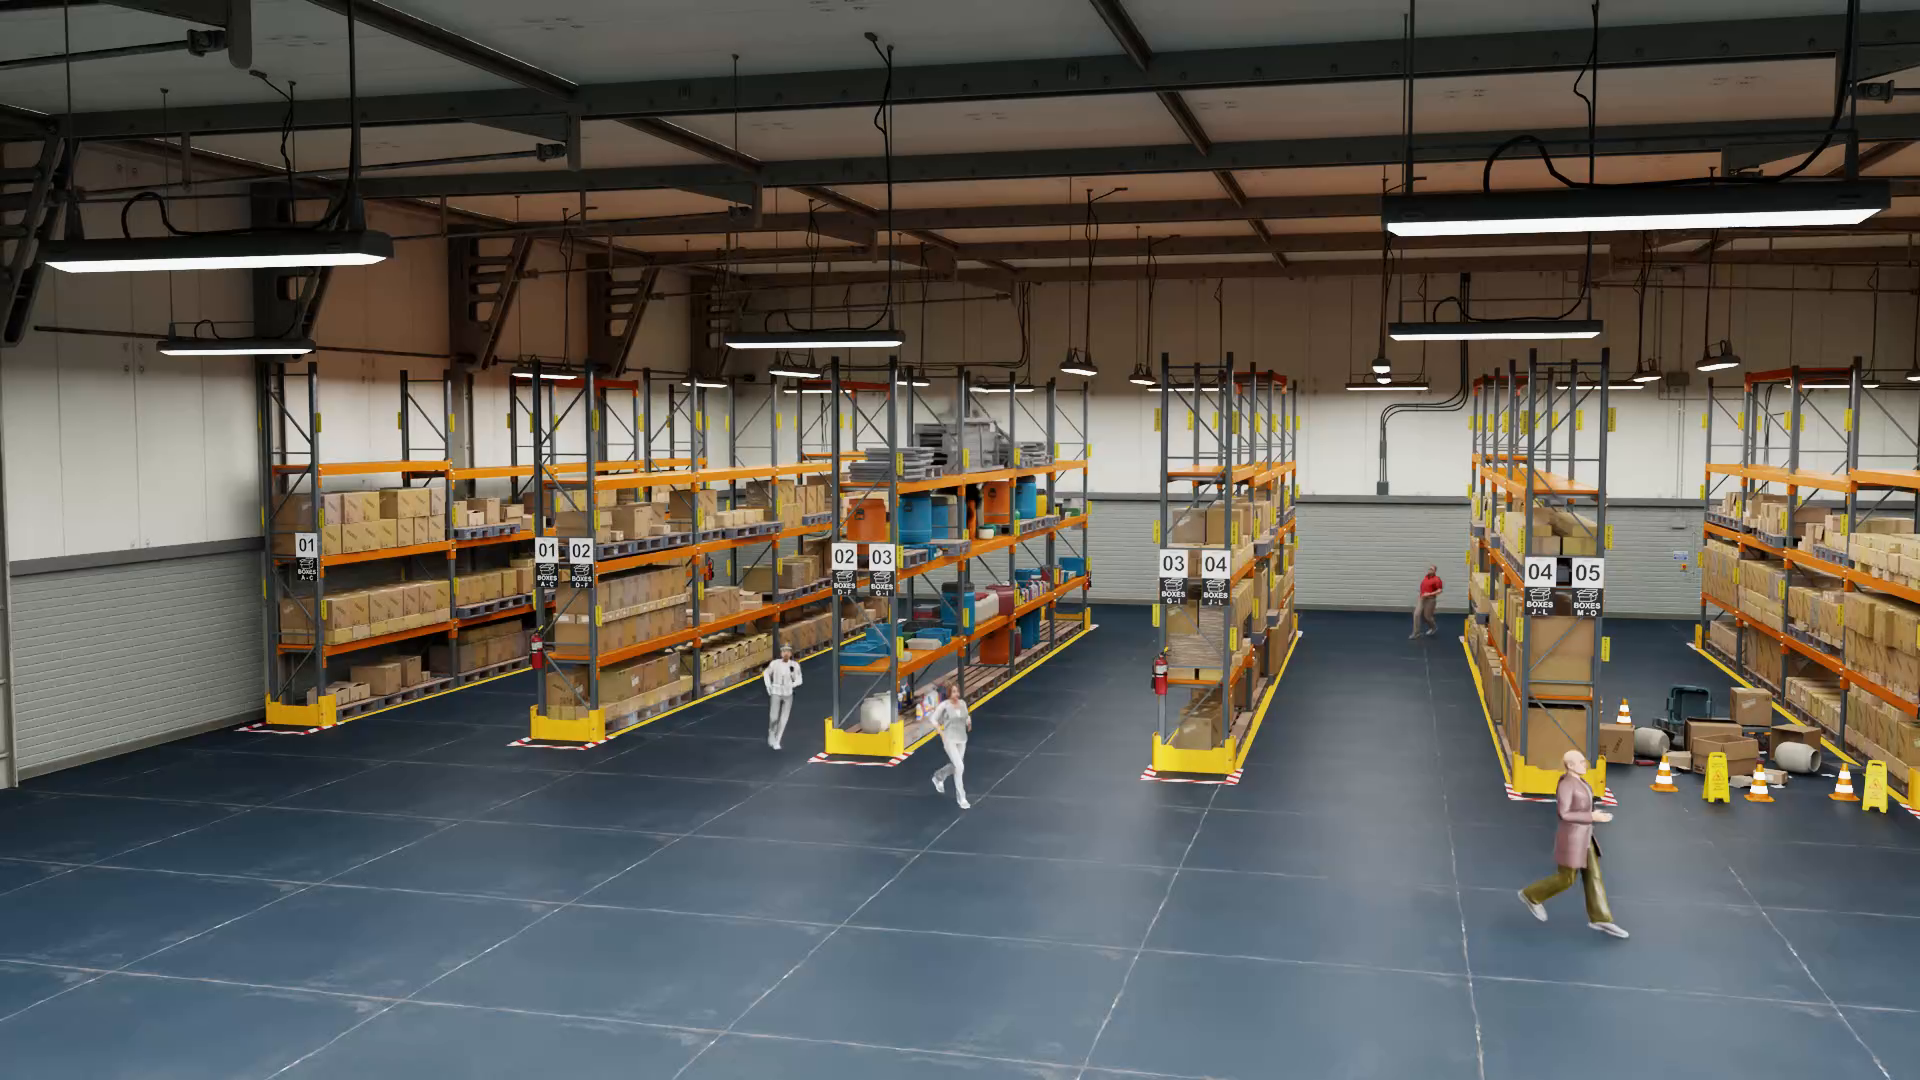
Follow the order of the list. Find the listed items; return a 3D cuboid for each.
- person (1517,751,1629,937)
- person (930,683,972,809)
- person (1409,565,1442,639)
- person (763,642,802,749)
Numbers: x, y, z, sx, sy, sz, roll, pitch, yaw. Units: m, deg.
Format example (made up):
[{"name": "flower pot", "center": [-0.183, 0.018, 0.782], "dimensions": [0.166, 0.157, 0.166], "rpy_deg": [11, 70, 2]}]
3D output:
[{"name": "person", "center": [6.009, 2.943, 16.278], "dimensions": [1.050, 1.777, 0.708], "rpy_deg": [3, 5, 39]}, {"name": "person", "center": [-0.097, 2.670, 21.882], "dimensions": [0.528, 1.604, 0.803], "rpy_deg": [-3, 5, -35]}, {"name": "person", "center": [10.857, 1.441, 38.570], "dimensions": [0.884, 1.719, 0.696], "rpy_deg": [-3, 5, -34]}, {"name": "person", "center": [-2.705, 2.383, 25.458], "dimensions": [0.587, 1.658, 0.540], "rpy_deg": [-1, 4, -9]}]
